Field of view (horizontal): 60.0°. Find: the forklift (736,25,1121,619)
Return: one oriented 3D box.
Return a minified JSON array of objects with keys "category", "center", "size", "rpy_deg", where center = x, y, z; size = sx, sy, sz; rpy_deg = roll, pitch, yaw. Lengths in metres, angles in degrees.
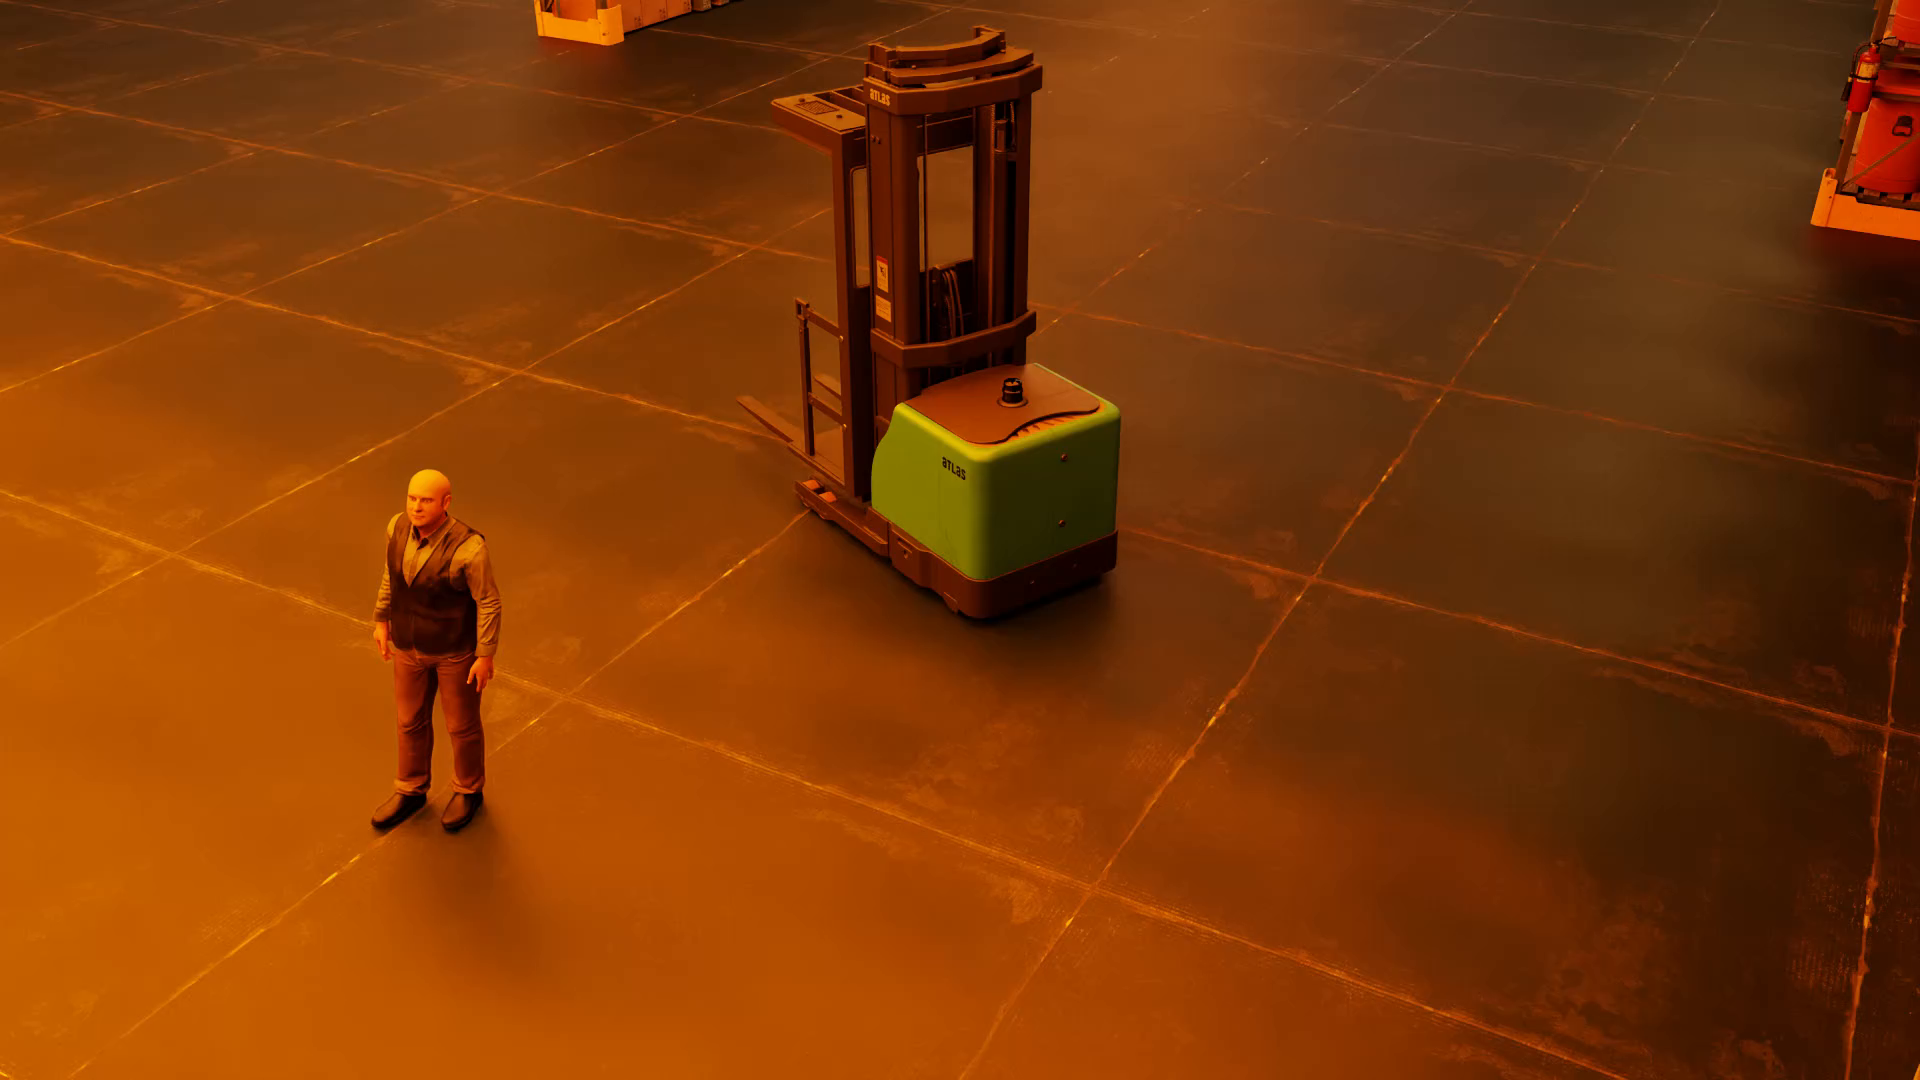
[{"category":"forklift","center":[-0.363,-1.523,9.709],"size":[1.130,2.935,3.031],"rpy_deg":[-20,35,-30]}]

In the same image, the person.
[{"category":"person","center":[-2.354,0.509,7.385],"size":[0.631,1.720,0.568],"rpy_deg":[12,32,19]}]
